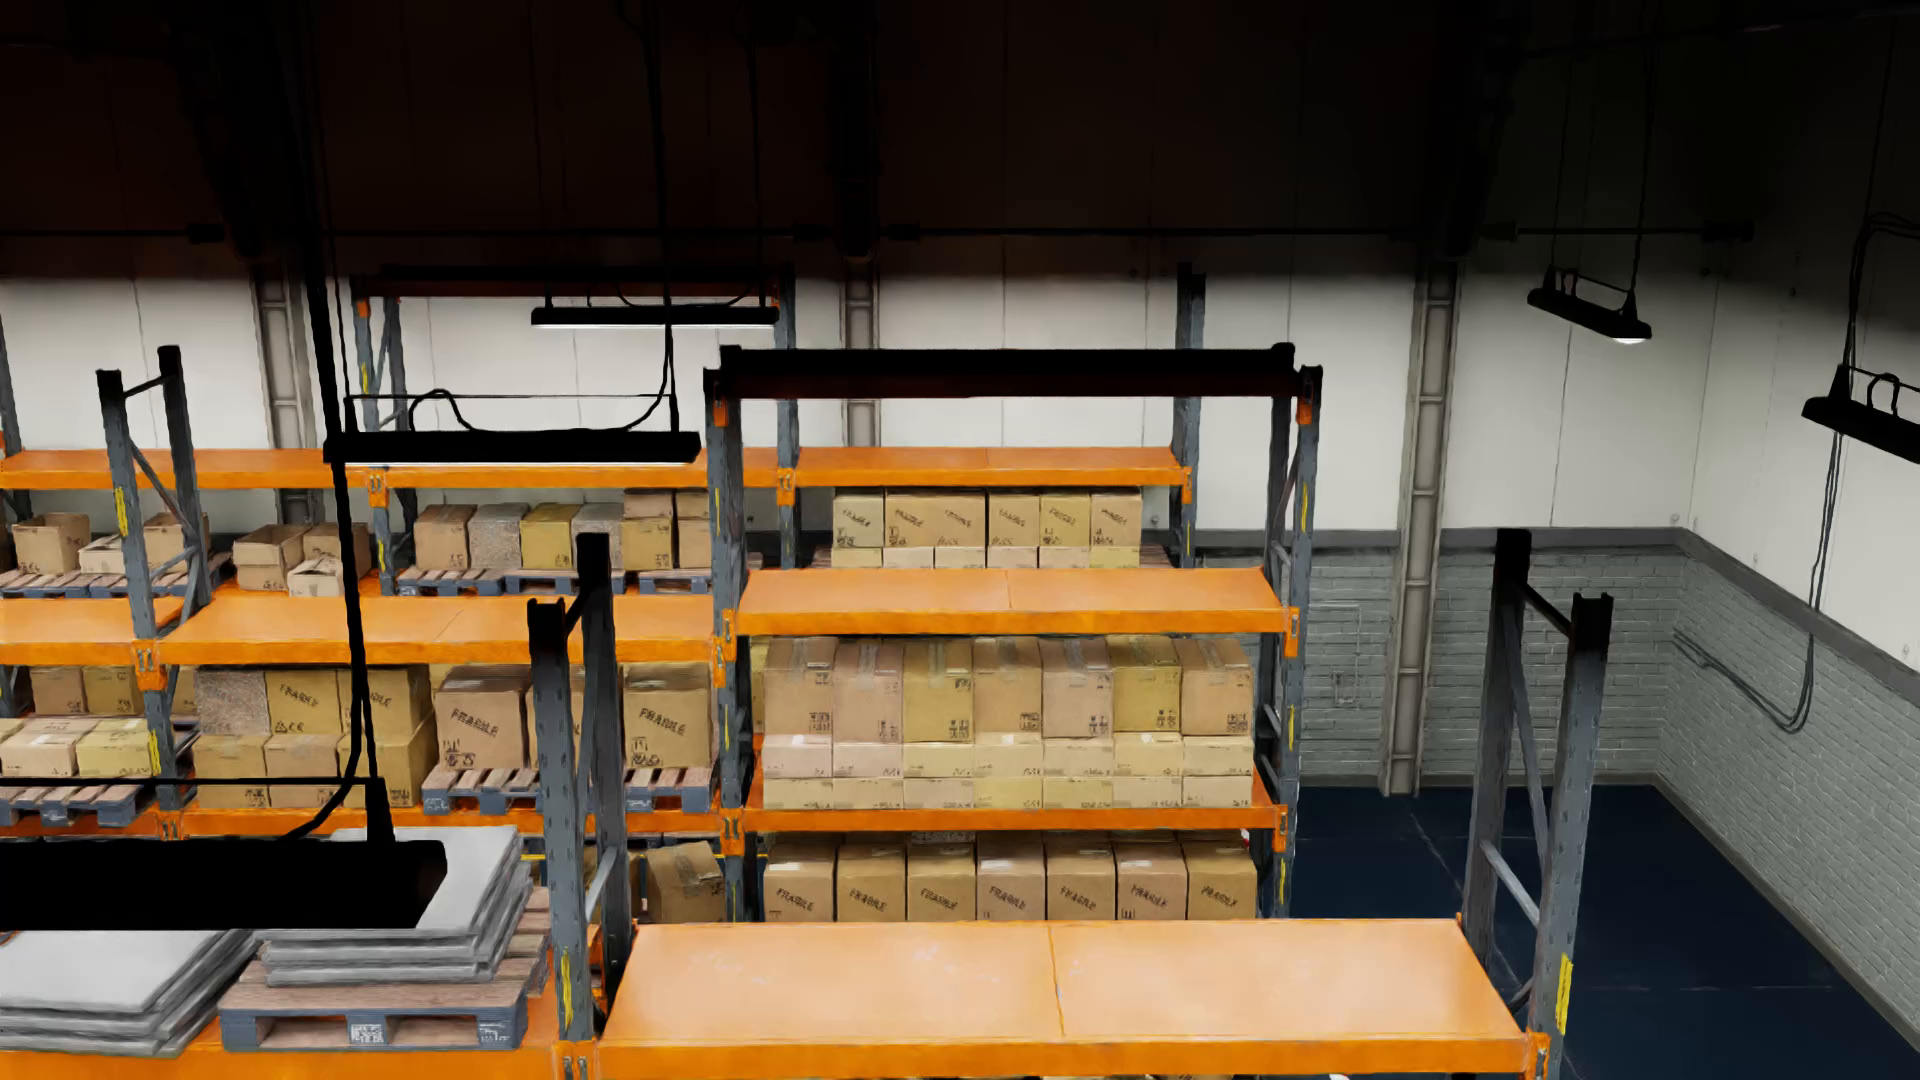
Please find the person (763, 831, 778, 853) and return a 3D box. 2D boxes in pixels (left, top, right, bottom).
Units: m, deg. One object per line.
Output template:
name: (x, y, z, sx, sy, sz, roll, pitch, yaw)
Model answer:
person: (-1.595, 3.031, 15.293, 0.507, 1.618, 0.598, -1, 16, -3)
